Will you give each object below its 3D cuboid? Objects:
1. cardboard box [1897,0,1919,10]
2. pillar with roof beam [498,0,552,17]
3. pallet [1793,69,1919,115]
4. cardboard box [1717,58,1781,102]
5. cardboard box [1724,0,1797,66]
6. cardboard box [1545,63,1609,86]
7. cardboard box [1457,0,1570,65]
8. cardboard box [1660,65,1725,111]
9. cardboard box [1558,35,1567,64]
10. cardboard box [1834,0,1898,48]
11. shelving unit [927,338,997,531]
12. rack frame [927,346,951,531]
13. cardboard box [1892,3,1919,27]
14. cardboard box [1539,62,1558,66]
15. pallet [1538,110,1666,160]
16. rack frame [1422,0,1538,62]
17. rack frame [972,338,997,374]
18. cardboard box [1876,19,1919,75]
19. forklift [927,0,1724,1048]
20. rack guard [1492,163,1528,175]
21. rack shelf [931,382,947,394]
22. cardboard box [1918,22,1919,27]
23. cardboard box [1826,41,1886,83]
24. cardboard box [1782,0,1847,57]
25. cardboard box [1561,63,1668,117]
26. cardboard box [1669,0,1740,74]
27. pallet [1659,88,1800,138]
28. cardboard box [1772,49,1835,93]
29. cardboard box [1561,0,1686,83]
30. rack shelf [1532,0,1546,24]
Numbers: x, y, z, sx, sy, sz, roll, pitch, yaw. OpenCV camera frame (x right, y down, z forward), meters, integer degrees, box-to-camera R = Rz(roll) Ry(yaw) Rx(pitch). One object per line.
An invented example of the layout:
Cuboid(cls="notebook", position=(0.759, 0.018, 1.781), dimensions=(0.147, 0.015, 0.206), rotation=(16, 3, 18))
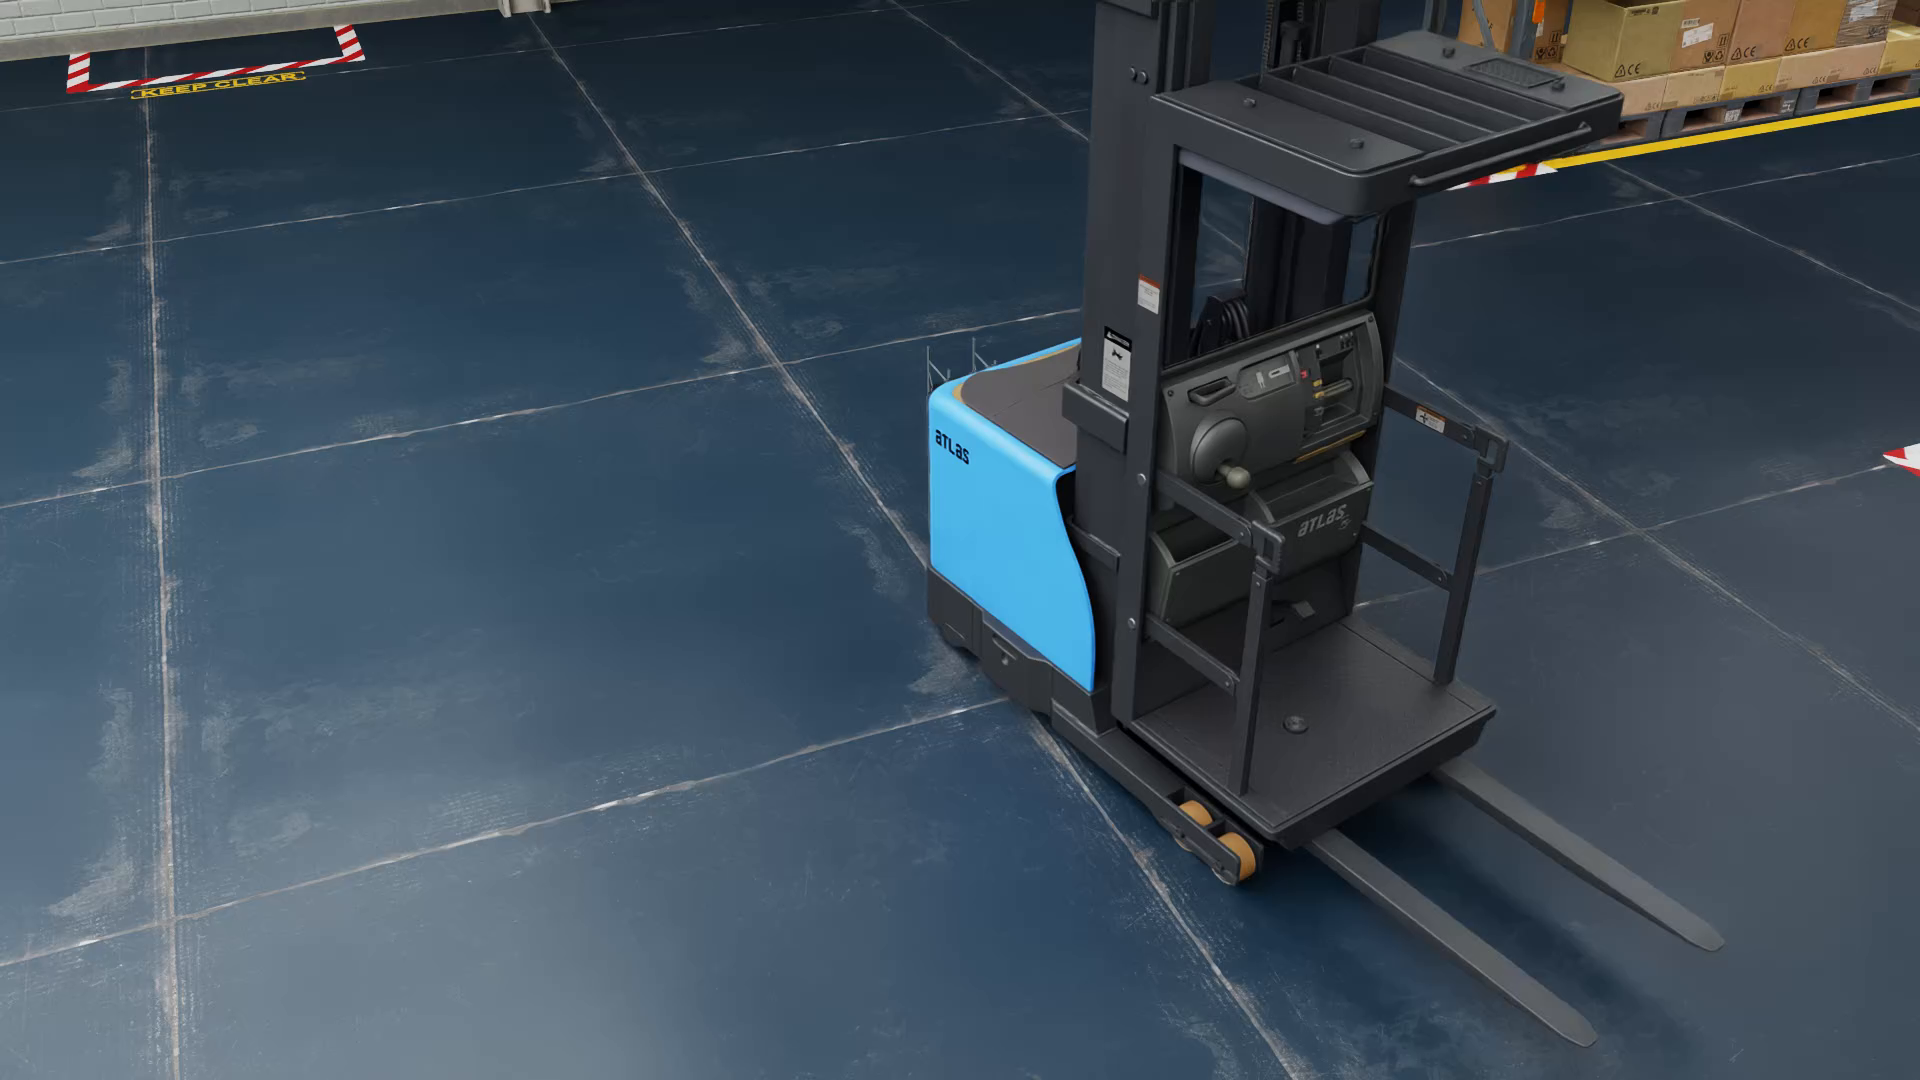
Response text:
Cuboid(cls="cardboard box", position=(7.375, -4.313, 12.750), dimensions=(0.500, 0.311, 0.500), rotation=(-13, 35, -19))
Cuboid(cls="pillar with roof beam", position=(-2.052, -6.136, 8.430), dimensions=(0.400, 9.000, 9.100), rotation=(-13, 35, -19))
Cuboid(cls="pallet", position=(6.363, -3.509, 12.450), dimensions=(1.213, 0.211, 1.003), rotation=(-13, 35, -19))
Cuboid(cls="cardboard box", position=(5.388, -3.321, 11.740), dimensions=(0.500, 0.250, 0.500), rotation=(-13, 35, -19))
Cuboid(cls="cardboard box", position=(5.389, -3.635, 11.534), dimensions=(0.500, 0.500, 0.500), rotation=(-13, 35, -19))
Cuboid(cls="cardboard box", position=(4.005, -3.005, 11.254), dimensions=(0.500, 0.250, 0.500), rotation=(-13, 35, -19))
Cuboid(cls="cardboard box", position=(3.803, -3.581, 11.452), dimensions=(0.500, 0.500, 0.500), rotation=(-13, 35, -19))
Cuboid(cls="cardboard box", position=(4.925, -3.218, 11.581), dimensions=(0.500, 0.250, 0.500), rotation=(-13, 35, -19))
Cuboid(cls="cardboard box", position=(4.261, -3.377, 11.826), dimensions=(0.500, 0.250, 0.500), rotation=(-13, 35, -19))
Cuboid(cls="cardboard box", position=(6.304, -3.855, 11.873), dimensions=(0.500, 0.500, 0.500), rotation=(-13, 35, -19))
Cuboid(cls="shelving unit", position=(0.007, -0.379, 7.007), dimensions=(0.210, 0.900, 0.258), rotation=(-13, 35, -19))
Cuboid(cls="rack frame", position=(-0.086, -0.357, 6.974), dimensions=(0.006, 0.900, 0.240), rotation=(-13, 35, -19))
Cuboid(cls="cardboard box", position=(7.382, -4.082, 12.909), dimensions=(0.500, 0.250, 0.500), rotation=(-13, 35, -19))
Cuboid(cls="cardboard box", position=(3.804, -3.266, 11.655), dimensions=(0.500, 0.250, 0.500), rotation=(-13, 35, -19))
Cuboid(cls="pallet", position=(4.113, -2.994, 11.658), dimensions=(1.213, 0.211, 1.003), rotation=(-13, 35, -19))
Cuboid(cls="rack frame", position=(3.424, -3.980, 10.617), dimensions=(0.127, 3.000, 1.000), rotation=(-13, 35, -19))
Cuboid(cls="rack frame", position=(0.101, -0.400, 7.040), dimensions=(0.006, 0.900, 0.240), rotation=(-13, 35, -19))
Cuboid(cls="cardboard box", position=(6.769, -3.640, 12.231), dimensions=(0.500, 0.250, 0.500), rotation=(-13, 35, -19))
Cuboid(cls="forklift", position=(1.138, -0.395, 5.169), dimensions=(1.130, 2.935, 3.031), rotation=(-21, 39, -29))
Cuboid(cls="rack guard", position=(3.402, -2.927, 11.291), dimensions=(0.348, 0.500, 1.175), rotation=(-13, 35, -19))
Cuboid(cls="rack shelf", position=(0.007, -0.577, 6.878), dimensions=(0.200, 0.077, 0.258), rotation=(-13, 35, -19))
Cuboid(cls="cardboard box", position=(7.580, -3.809, 12.490), dimensions=(0.500, 0.250, 0.500), rotation=(-14, 35, -20))
Cuboid(cls="cardboard box", position=(6.304, -3.540, 12.076), dimensions=(0.500, 0.250, 0.500), rotation=(-13, 35, -19))
Cuboid(cls="cardboard box", position=(5.844, -3.748, 11.708), dimensions=(0.500, 0.500, 0.500), rotation=(-13, 35, -19))
Cuboid(cls="cardboard box", position=(4.464, -3.113, 11.419), dimensions=(0.500, 0.250, 0.500), rotation=(-13, 35, -19))
Cuboid(cls="cardboard box", position=(4.921, -3.538, 11.386), dimensions=(0.500, 0.500, 0.500), rotation=(-13, 35, -19))
Cuboid(cls="pallet", position=(5.236, -3.249, 12.050), dimensions=(1.213, 0.211, 1.003), rotation=(-13, 35, -19))
Cuboid(cls="cardboard box", position=(5.849, -3.427, 11.903), dimensions=(0.500, 0.250, 0.500), rotation=(-13, 35, -19))
Cuboid(cls="cardboard box", position=(4.465, -3.426, 11.213), dimensions=(0.500, 0.500, 0.500), rotation=(-13, 35, -19))
Cuboid(cls="rack shelf", position=(5.268, -4.101, 11.462), dimensions=(4.000, 0.370, 1.077), rotation=(-13, 35, -19))
